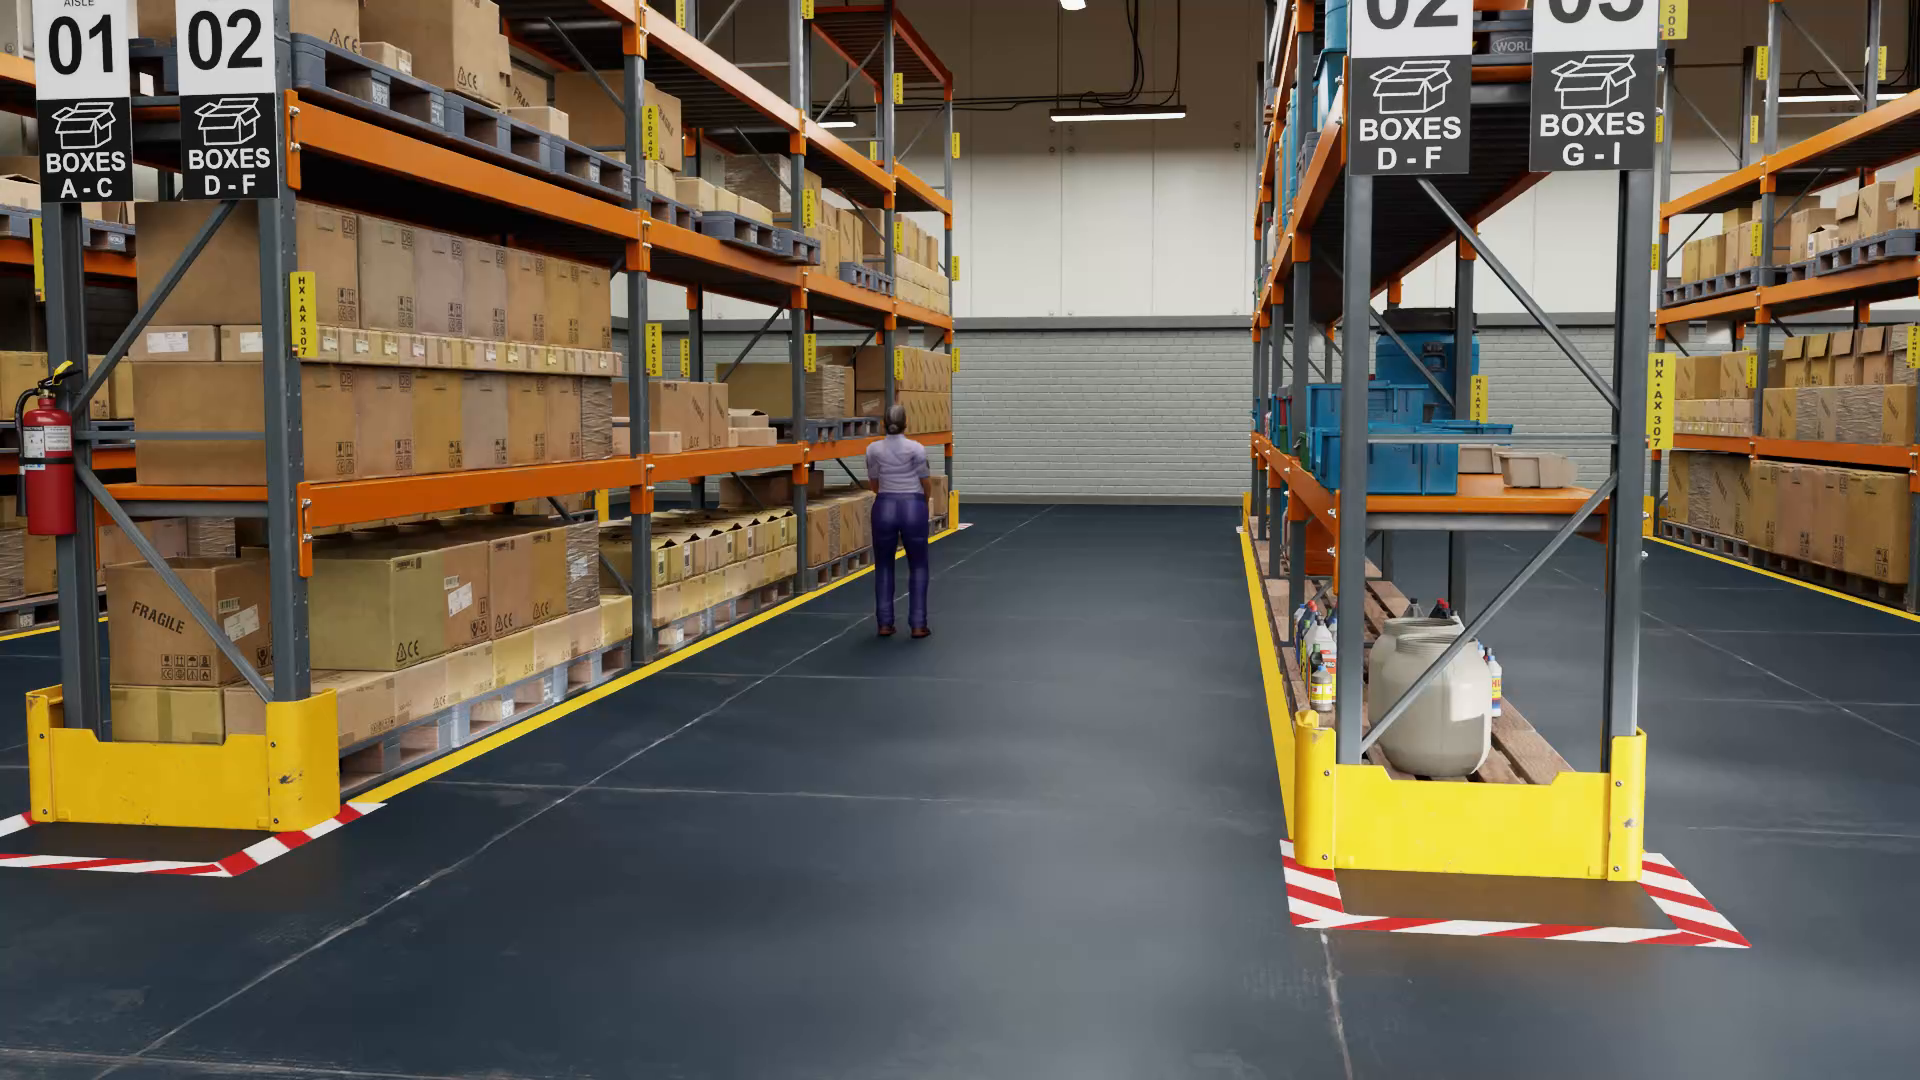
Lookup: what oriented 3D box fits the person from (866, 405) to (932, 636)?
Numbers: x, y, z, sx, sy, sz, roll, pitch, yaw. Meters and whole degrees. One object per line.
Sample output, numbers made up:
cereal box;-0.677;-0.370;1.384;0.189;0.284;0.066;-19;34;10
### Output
person;-0.421;-0.141;11.823;0.452;1.634;0.518;1;5;9
